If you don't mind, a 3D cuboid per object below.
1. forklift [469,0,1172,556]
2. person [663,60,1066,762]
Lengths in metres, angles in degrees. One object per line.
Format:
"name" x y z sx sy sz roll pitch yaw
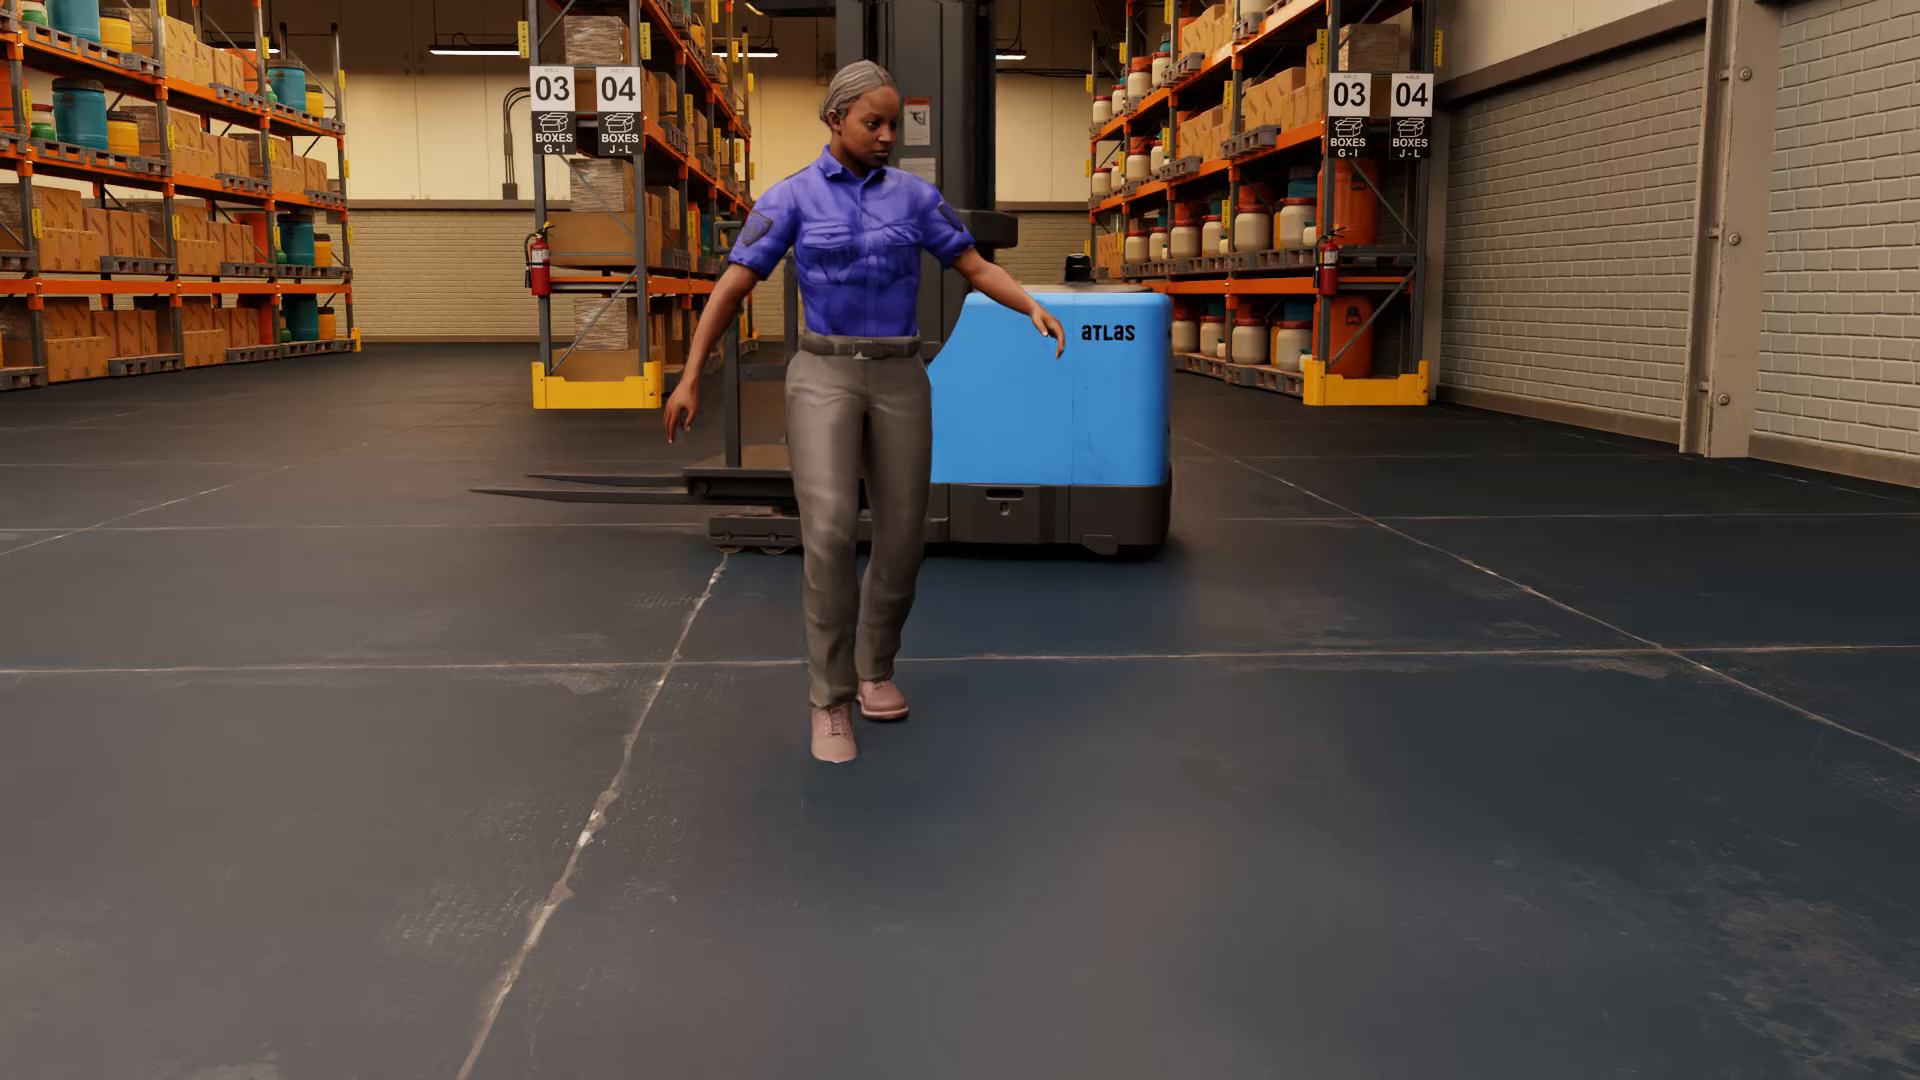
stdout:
"forklift" -0.604 -1.463 7.183 3.031 2.935 1.130 1 9 9
"person" -0.247 -0.307 4.049 0.915 1.663 0.614 -3 9 -18
